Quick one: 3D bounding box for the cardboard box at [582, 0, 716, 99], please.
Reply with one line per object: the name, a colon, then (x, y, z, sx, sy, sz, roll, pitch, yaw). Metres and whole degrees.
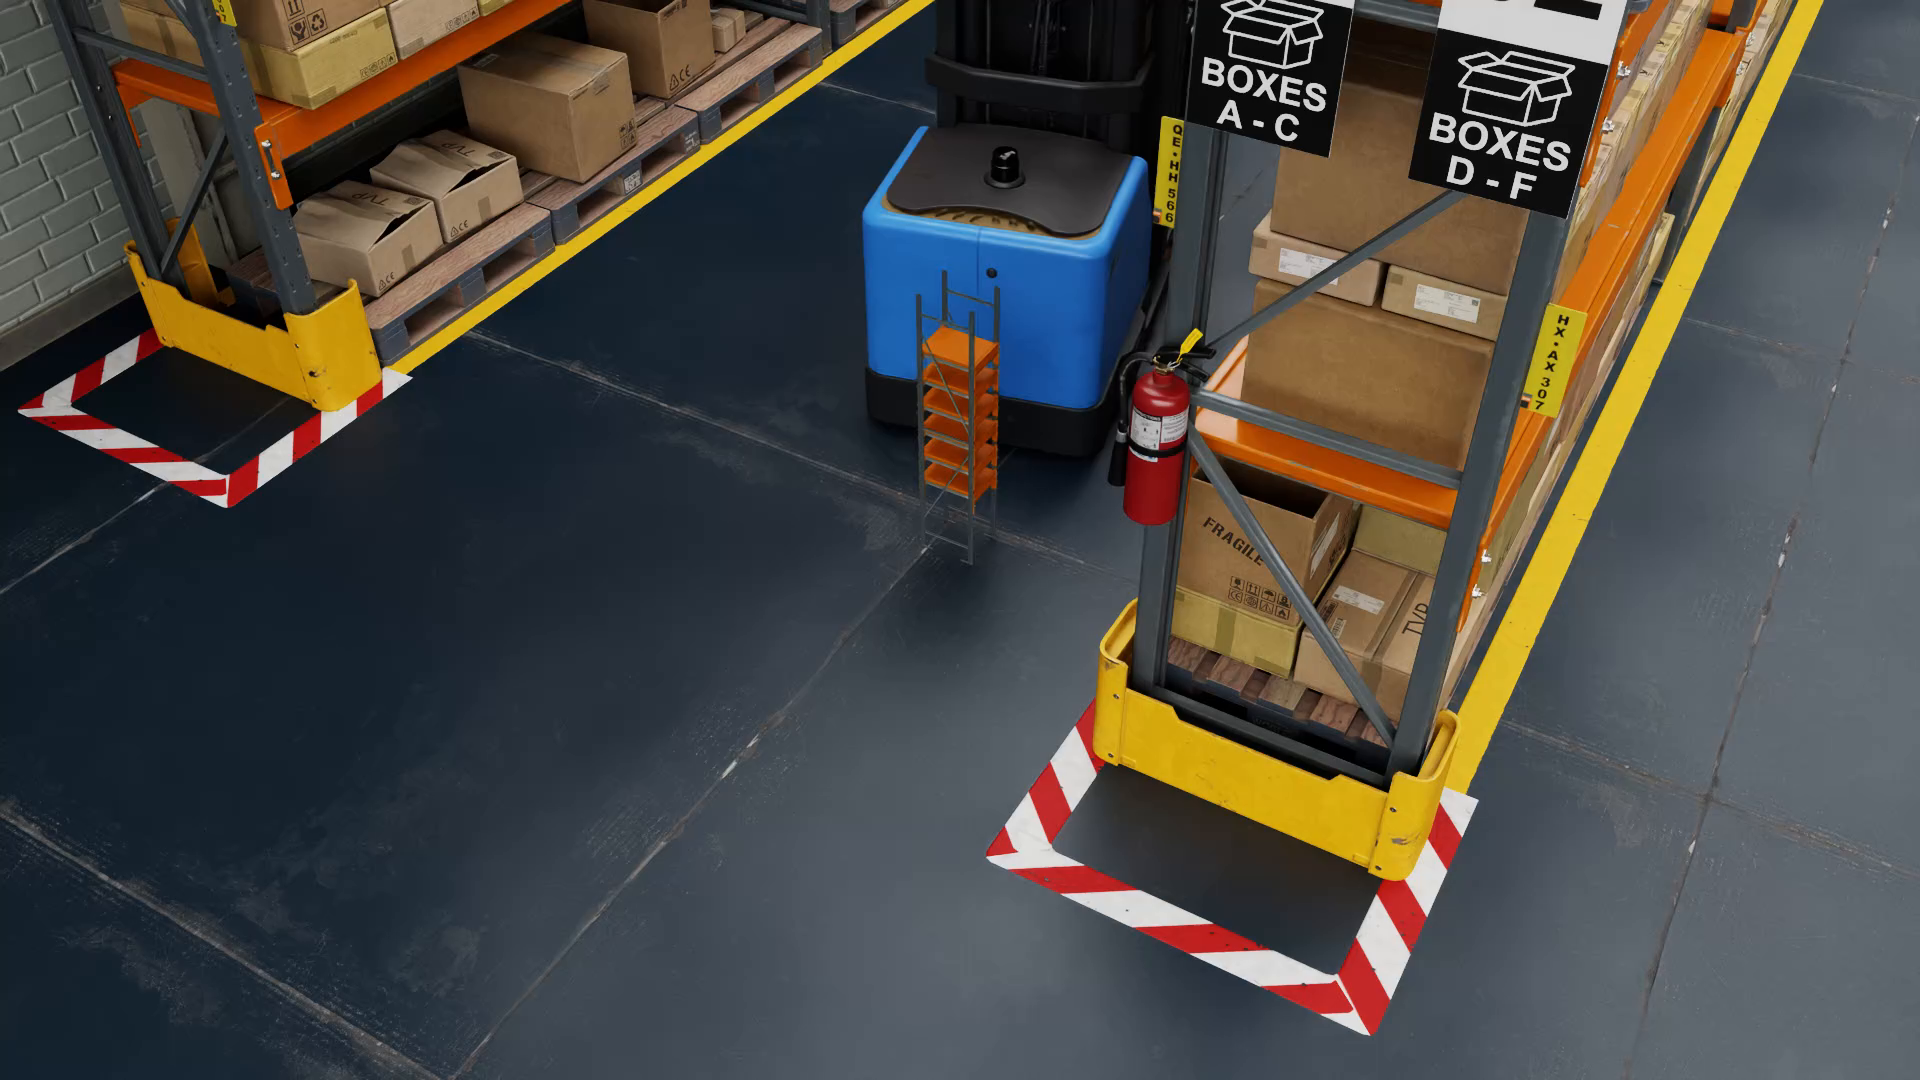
cardboard box: (-1.724, -2.837, 9.260, 0.500, 0.500, 0.500, 18, 44, 19)

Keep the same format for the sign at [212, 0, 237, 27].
sign: (-2.771, -2.074, 6.180, 0.100, 0.325, 0.005, 21, 45, 22)

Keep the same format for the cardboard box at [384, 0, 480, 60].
cardboard box: (-2.474, -2.355, 7.253, 0.500, 0.250, 0.500, 20, 45, 21)

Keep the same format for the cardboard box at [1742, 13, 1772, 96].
cardboard box: (3.987, -2.652, 8.831, 0.500, 0.311, 0.500, 19, 45, 21)

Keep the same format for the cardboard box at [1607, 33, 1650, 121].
cardboard box: (1.831, -1.701, 5.355, 0.700, 0.500, 0.500, 21, 46, 22)

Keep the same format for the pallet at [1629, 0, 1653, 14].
pallet: (1.426, -1.781, 4.299, 1.003, 0.211, 1.213, 21, 45, 22)

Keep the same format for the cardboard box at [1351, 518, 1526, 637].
cardboard box: (1.758, 0.062, 6.173, 0.500, 0.250, 0.500, 21, 45, 22)

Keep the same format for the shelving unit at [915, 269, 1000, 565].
shelving unit: (-0.007, -0.442, 6.344, 0.258, 1.200, 0.189, 21, 45, 22)

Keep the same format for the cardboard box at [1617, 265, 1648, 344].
cardboard box: (2.750, -1.086, 7.476, 0.500, 0.250, 0.500, 21, 45, 22)

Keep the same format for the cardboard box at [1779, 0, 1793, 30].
cardboard box: (4.746, -3.317, 10.010, 0.500, 0.250, 0.500, 20, 45, 22)

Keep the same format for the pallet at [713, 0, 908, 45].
pallet: (-0.851, -3.616, 10.697, 1.003, 0.211, 1.213, 21, 45, 22)

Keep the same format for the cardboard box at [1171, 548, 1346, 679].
cardboard box: (1.063, 0.178, 6.041, 0.500, 0.250, 0.500, 21, 45, 22)

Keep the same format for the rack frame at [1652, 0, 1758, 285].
rack frame: (3.052, -2.581, 7.411, 1.000, 3.000, 0.127, 21, 45, 22)

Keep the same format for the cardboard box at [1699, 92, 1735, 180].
cardboard box: (3.474, -2.071, 8.171, 0.500, 0.311, 0.500, 21, 46, 22)

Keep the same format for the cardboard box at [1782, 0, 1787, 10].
cardboard box: (4.495, -3.237, 9.495, 0.500, 0.311, 0.500, 21, 45, 22)

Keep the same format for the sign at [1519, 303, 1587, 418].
sign: (1.528, -0.460, 4.287, 0.100, 0.325, 0.005, 21, 45, 22)

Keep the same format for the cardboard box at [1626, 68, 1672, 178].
cardboard box: (2.322, -1.773, 6.418, 0.700, 0.500, 0.500, 22, 46, 23)

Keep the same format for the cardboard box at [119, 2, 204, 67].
cardboard box: (-3.175, -2.211, 7.089, 0.500, 0.250, 0.500, 22, 46, 23)

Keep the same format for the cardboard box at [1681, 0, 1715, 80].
cardboard box: (2.835, -2.362, 7.087, 0.700, 0.500, 0.500, 20, 45, 21)

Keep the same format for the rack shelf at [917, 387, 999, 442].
rack shelf: (-0.007, -0.499, 6.294, 0.258, 0.103, 0.180, 21, 45, 22)

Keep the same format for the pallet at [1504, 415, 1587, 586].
pallet: (2.008, -0.392, 7.036, 1.003, 0.211, 1.213, 21, 45, 22)

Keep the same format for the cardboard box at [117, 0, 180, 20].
cardboard box: (-3.189, -2.501, 6.851, 0.500, 0.500, 0.500, 20, 45, 22)

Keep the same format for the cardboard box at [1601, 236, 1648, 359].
cardboard box: (2.502, -1.081, 6.903, 0.500, 0.500, 0.500, 21, 45, 22)

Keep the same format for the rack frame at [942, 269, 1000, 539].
rack frame: (0.039, -0.494, 6.404, 0.240, 1.200, 0.006, 21, 45, 22)

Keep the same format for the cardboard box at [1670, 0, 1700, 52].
cardboard box: (2.464, -1.909, 6.082, 0.380, 0.149, 0.250, 22, 46, 23)

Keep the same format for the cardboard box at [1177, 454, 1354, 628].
cardboard box: (1.061, -0.104, 5.794, 0.500, 0.500, 0.500, 21, 45, 22)

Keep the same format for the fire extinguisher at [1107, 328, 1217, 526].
fire extinguisher: (0.589, -0.349, 4.935, 0.296, 0.674, 0.183, 21, 45, 22)

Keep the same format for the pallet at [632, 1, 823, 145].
pallet: (-1.544, -2.774, 9.741, 1.003, 0.211, 1.213, 21, 45, 22)

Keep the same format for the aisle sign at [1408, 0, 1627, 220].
aisle sign: (1.282, -1.129, 3.795, 0.394, 0.787, 0.004, 21, 45, 22)

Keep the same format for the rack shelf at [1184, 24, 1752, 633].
rack shelf: (2.051, -1.166, 6.349, 1.077, 0.370, 4.000, 21, 45, 22)

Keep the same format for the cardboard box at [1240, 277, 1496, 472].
cardboard box: (1.295, -0.592, 5.077, 0.700, 0.500, 0.500, 21, 45, 22)

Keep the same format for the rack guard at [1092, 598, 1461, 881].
rack guard: (1.038, 0.660, 5.622, 1.175, 0.500, 0.348, 21, 45, 22)

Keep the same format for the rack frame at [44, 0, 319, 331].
rack frame: (-3.241, -1.928, 6.670, 1.000, 3.000, 0.127, 21, 45, 22)

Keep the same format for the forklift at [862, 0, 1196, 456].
forklift: (0.503, -2.440, 7.303, 1.130, 2.935, 3.031, 11, 43, 12)

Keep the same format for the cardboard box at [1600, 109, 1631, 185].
cardboard box: (1.948, -1.318, 5.410, 0.380, 0.149, 0.250, 19, 45, 21)

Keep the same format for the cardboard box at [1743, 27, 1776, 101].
cardboard box: (4.237, -2.735, 9.349, 0.500, 0.250, 0.500, 22, 46, 23)

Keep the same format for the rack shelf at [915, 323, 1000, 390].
rack shelf: (-0.007, -0.679, 6.136, 0.258, 0.103, 0.180, 21, 45, 22)

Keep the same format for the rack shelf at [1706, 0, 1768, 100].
rack shelf: (4.053, -3.455, 8.948, 1.077, 0.370, 4.000, 21, 45, 22)

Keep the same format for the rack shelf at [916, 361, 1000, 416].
rack shelf: (-0.007, -0.589, 6.215, 0.258, 0.103, 0.180, 21, 45, 22)

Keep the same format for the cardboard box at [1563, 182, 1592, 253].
cardboard box: (1.689, -1.021, 5.073, 0.380, 0.149, 0.250, 21, 46, 22)

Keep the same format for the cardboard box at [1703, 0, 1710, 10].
cardboard box: (2.716, -2.193, 6.404, 0.380, 0.149, 0.250, 21, 45, 22)

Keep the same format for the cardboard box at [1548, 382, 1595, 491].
cardboard box: (2.263, -0.509, 6.821, 0.500, 0.250, 0.500, 21, 45, 22)

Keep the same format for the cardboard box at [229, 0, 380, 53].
cardboard box: (-2.741, -2.335, 6.662, 0.500, 0.500, 0.500, 21, 46, 22)

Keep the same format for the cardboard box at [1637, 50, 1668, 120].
cardboard box: (2.203, -1.606, 5.737, 0.380, 0.149, 0.250, 21, 46, 22)

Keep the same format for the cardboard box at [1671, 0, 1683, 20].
cardboard box: (2.332, -2.273, 6.005, 0.700, 0.500, 0.500, 21, 45, 22)

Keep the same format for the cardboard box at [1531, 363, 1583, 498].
cardboard box: (1.999, -0.509, 6.254, 0.500, 0.500, 0.500, 21, 45, 22)

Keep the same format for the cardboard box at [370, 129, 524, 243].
cardboard box: (-2.531, -1.777, 8.199, 0.500, 0.311, 0.500, 25, 47, 25)

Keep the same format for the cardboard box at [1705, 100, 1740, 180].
cardboard box: (3.725, -2.147, 8.682, 0.500, 0.250, 0.500, 22, 46, 23)

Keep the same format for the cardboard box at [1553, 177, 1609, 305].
cardboard box: (1.807, -1.177, 5.741, 0.700, 0.500, 0.500, 21, 46, 22)
